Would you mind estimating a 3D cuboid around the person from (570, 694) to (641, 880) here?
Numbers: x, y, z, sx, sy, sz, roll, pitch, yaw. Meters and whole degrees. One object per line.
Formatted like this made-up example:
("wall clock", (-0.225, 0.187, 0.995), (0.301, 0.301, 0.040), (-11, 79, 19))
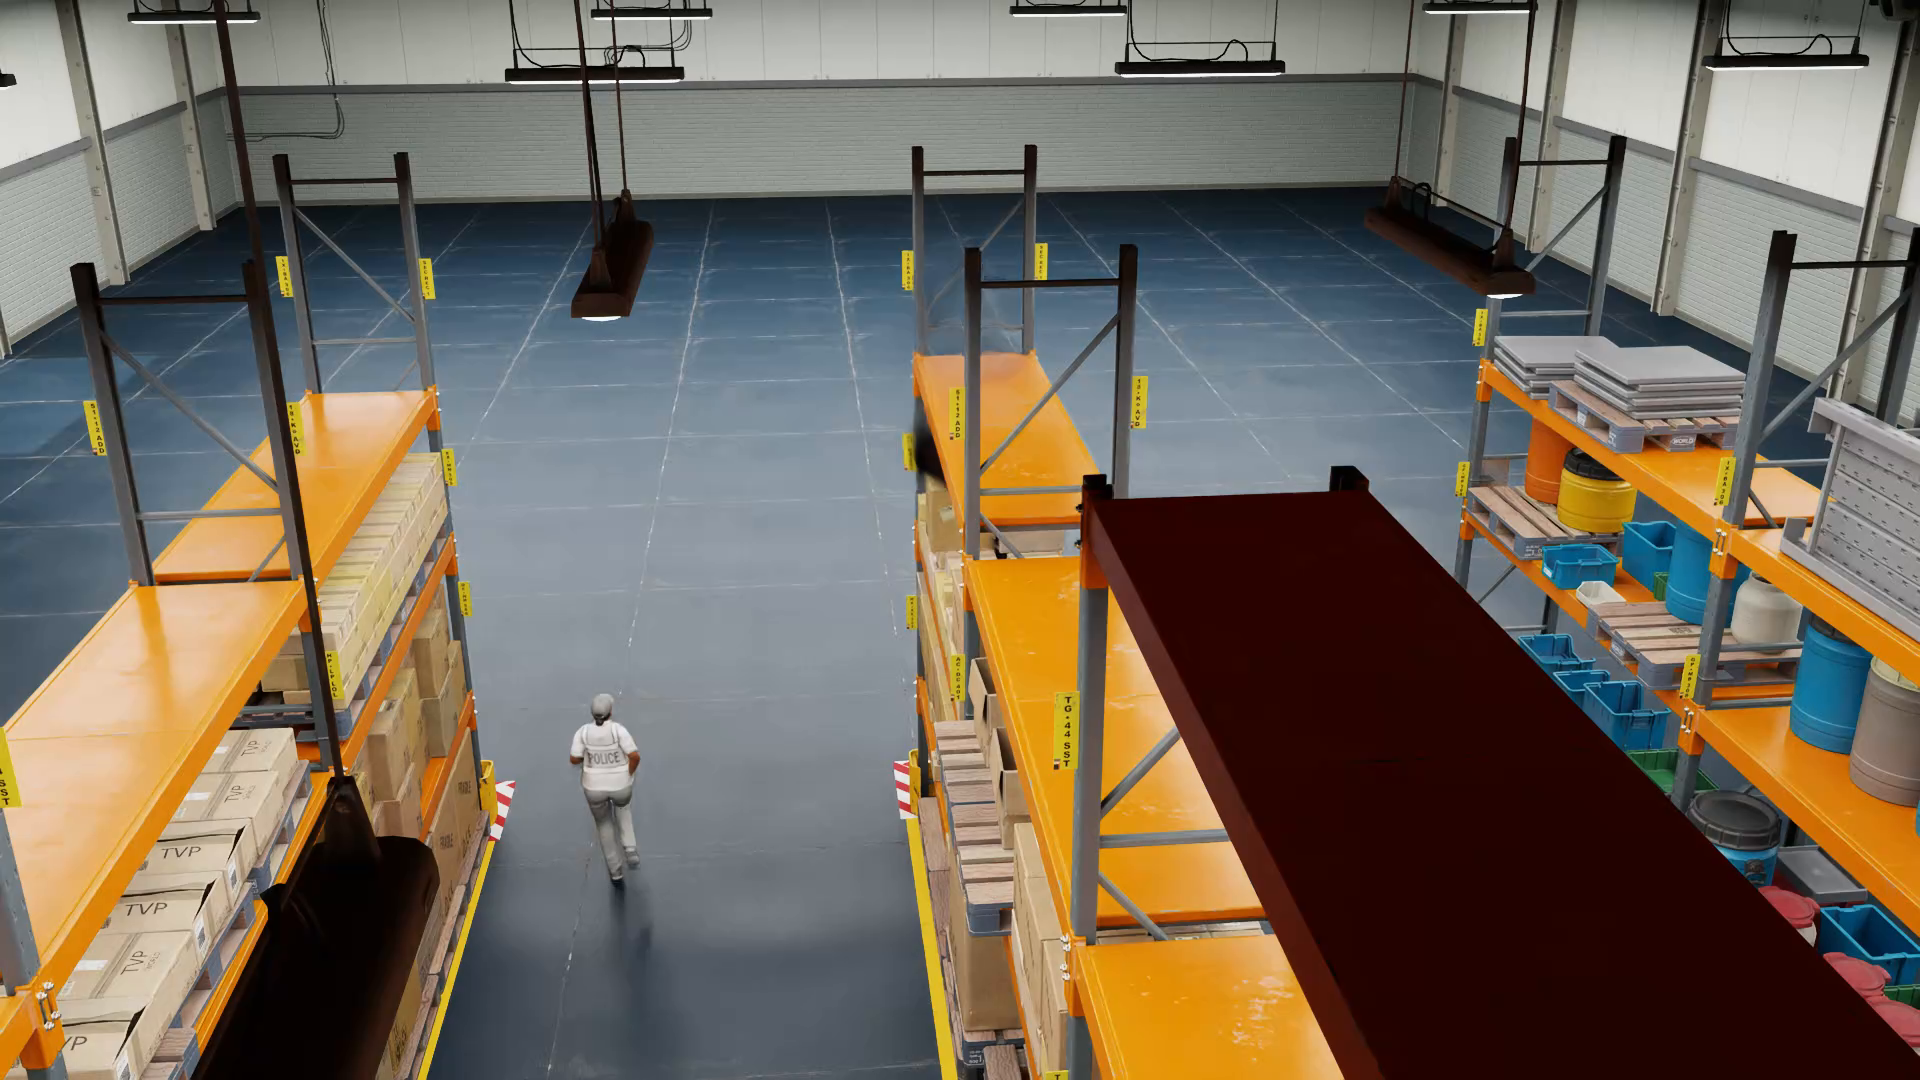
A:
("person", (-3.009, 2.072, 14.192), (0.580, 1.658, 0.629), (-5, 22, -12))
